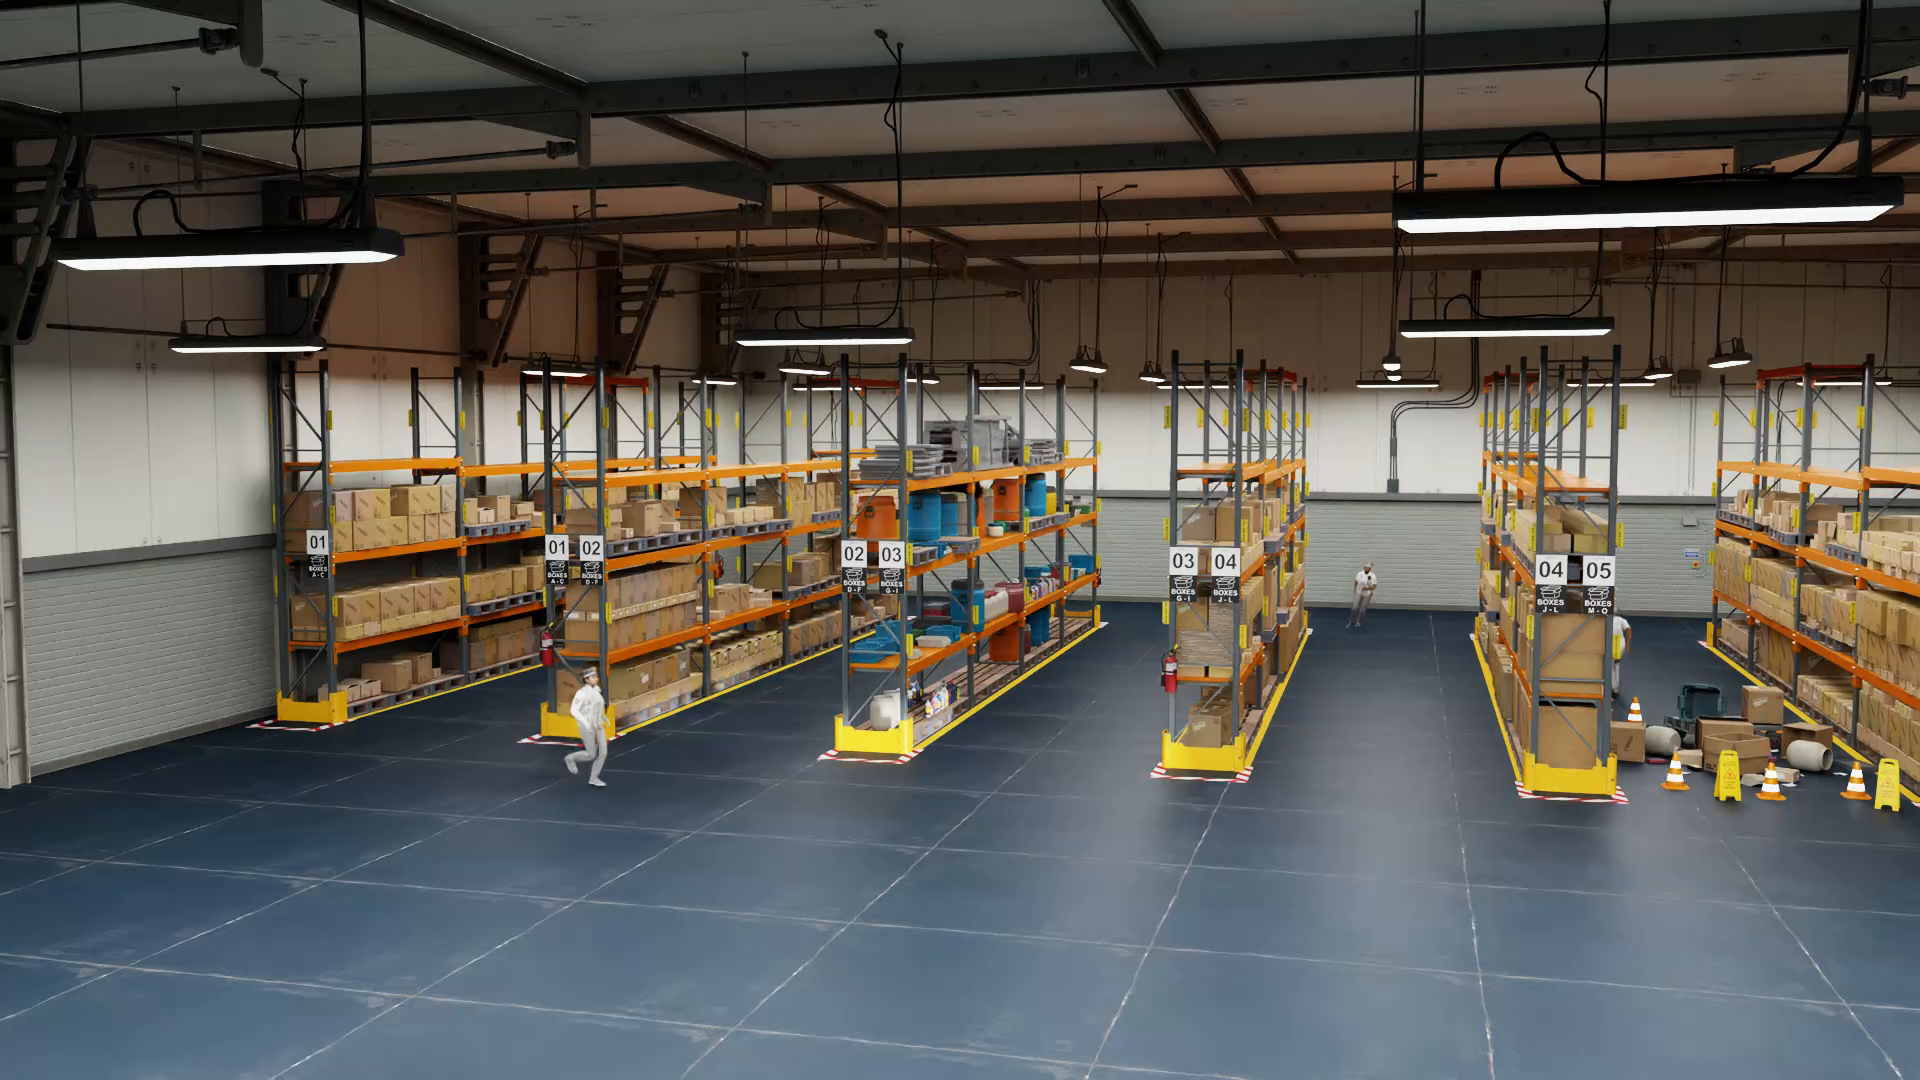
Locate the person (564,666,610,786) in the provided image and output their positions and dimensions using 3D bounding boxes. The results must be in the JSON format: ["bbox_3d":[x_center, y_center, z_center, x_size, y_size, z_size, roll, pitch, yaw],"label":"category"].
[{"bbox_3d":[-5.123,2.546,22.846,0.652,1.651,0.629,2,5,29],"label":"person"}]

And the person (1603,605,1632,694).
[{"bbox_3d":[11.907,2.022,30.299,0.549,1.683,0.815,0,4,4],"label":"person"}]

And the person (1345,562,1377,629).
[{"bbox_3d":[9.622,1.332,39.872,0.736,1.644,0.671,2,4,22],"label":"person"}]

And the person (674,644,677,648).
[{"bbox_3d":[-6.078,1.692,34.925,0.535,1.616,0.861,1,4,17],"label":"person"}]
